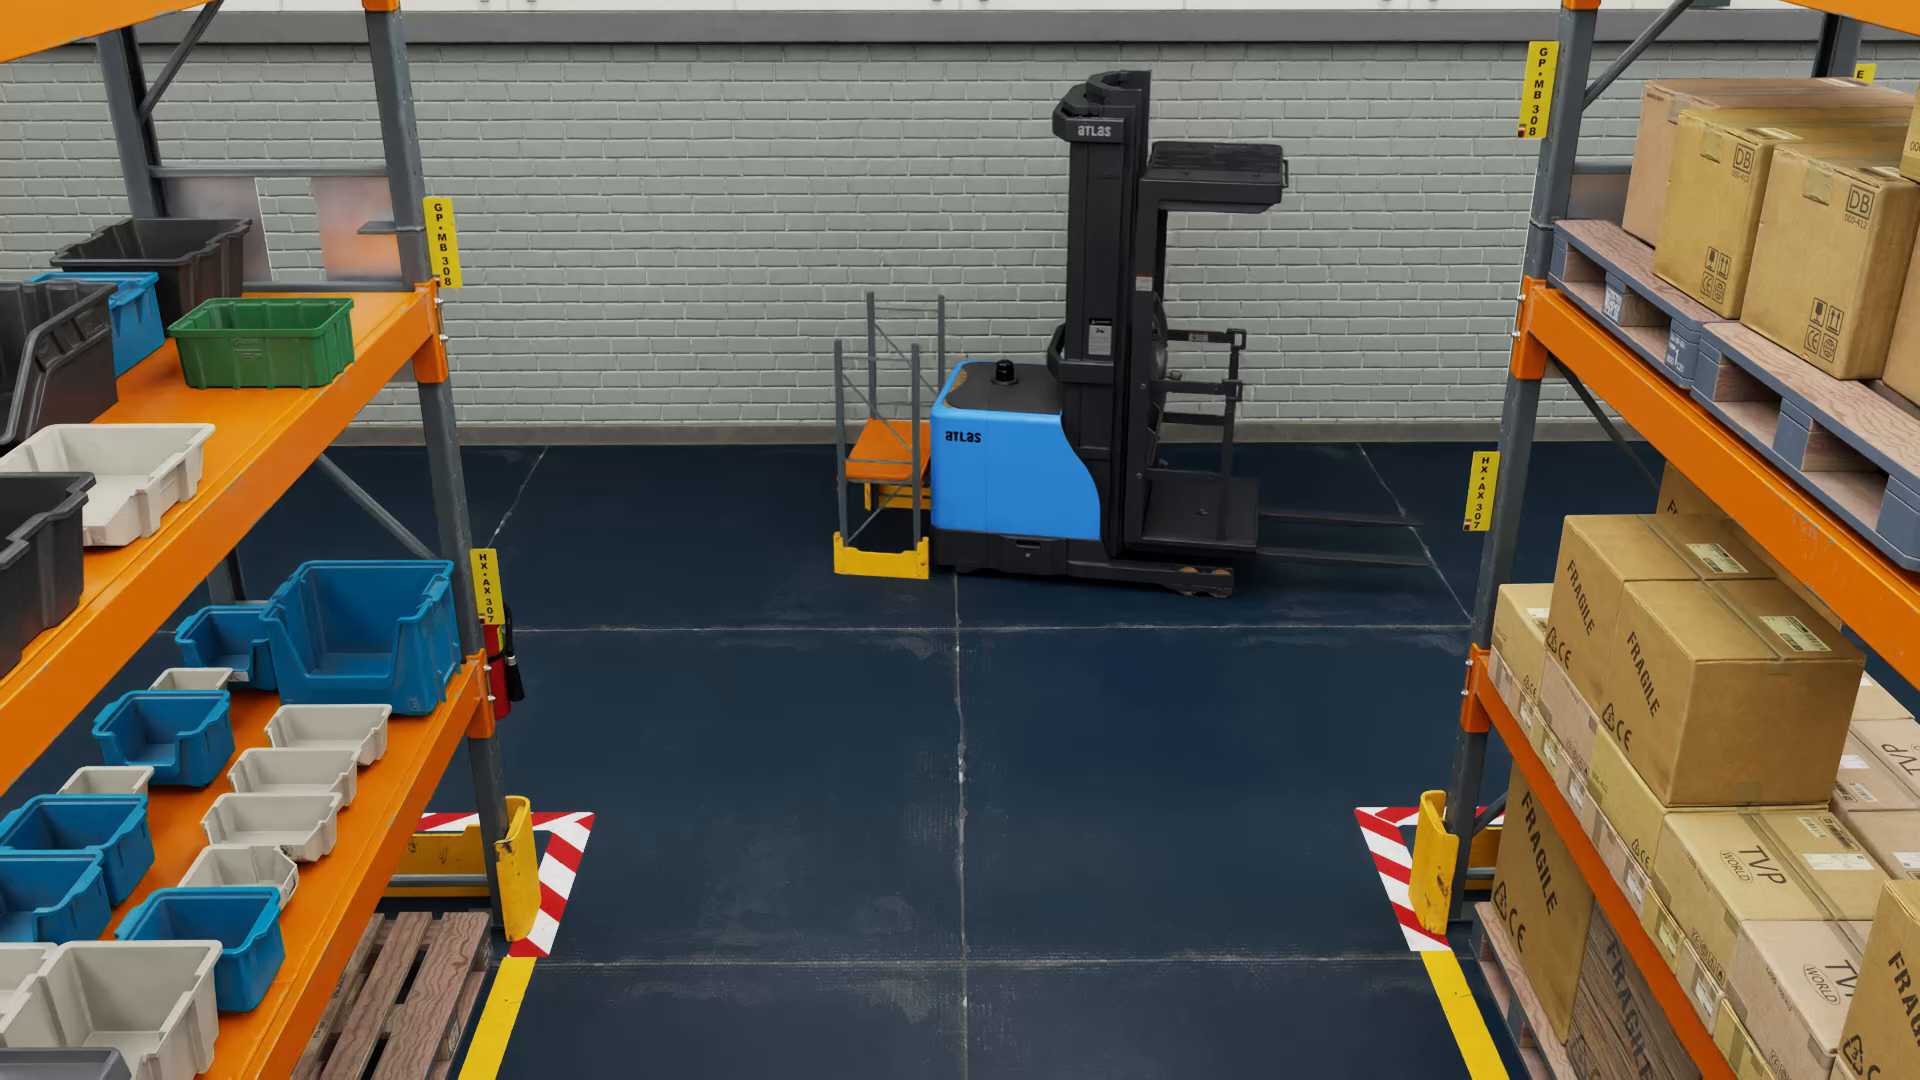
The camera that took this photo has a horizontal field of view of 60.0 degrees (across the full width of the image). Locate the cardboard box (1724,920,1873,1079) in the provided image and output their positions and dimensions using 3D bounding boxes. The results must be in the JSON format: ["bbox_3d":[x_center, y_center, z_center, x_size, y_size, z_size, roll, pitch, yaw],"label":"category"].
[{"bbox_3d":[2.317,1.222,4.230,0.500,0.250,0.500,0,24,1],"label":"cardboard box"}]

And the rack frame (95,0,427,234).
[{"bbox_3d":[-2.398,-2.466,5.283,1.000,3.000,0.127,0,24,-1],"label":"rack frame"}]

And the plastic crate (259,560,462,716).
[{"bbox_3d":[-2.208,0.361,6.196,0.616,0.435,0.499,0,24,-1],"label":"plastic crate"}]

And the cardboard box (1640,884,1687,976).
[{"bbox_3d":[2.246,1.141,4.892,0.380,0.149,0.250,-1,24,-2],"label":"cardboard box"}]

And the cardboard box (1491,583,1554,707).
[{"bbox_3d":[2.290,0.377,6.098,0.500,0.250,0.500,-1,24,-2],"label":"cardboard box"}]

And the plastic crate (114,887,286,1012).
[{"bbox_3d":[-2.120,1.161,4.673,0.416,0.233,0.300,0,24,-1],"label":"plastic crate"}]

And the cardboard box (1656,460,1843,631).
[{"bbox_3d":[2.822,0.036,5.942,0.500,0.500,0.500,0,24,0],"label":"cardboard box"}]

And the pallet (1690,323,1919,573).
[{"bbox_3d":[2.589,-0.272,4.178,1.003,0.211,1.213,0,24,-1],"label":"pallet"}]

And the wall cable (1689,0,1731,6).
[{"bbox_3d":[5.939,-6.300,9.855,2.277,5.999,0.120,0,24,-1],"label":"wall cable"}]

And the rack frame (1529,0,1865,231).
[{"bbox_3d":[2.554,-2.488,5.332,1.000,3.000,0.127,0,24,-1],"label":"rack frame"}]

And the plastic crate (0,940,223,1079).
[{"bbox_3d":[-2.187,1.312,4.280,0.437,0.282,0.530,0,24,-1],"label":"plastic crate"}]

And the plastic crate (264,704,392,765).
[{"bbox_3d":[-2.208,0.695,5.820,0.396,0.136,0.243,0,24,-1],"label":"plastic crate"}]

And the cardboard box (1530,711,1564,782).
[{"bbox_3d":[2.236,0.718,5.826,0.380,0.149,0.250,-1,24,-2],"label":"cardboard box"}]

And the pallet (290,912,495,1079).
[{"bbox_3d":[-2.428,1.878,6.342,1.003,0.211,1.213,0,24,-1],"label":"pallet"}]

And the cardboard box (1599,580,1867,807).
[{"bbox_3d":[2.307,0.455,5.016,0.500,0.500,0.500,-1,24,-2],"label":"cardboard box"}]

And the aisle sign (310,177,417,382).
[{"bbox_3d":[-2.106,-0.948,6.052,0.394,0.787,0.004,0,24,-1],"label":"aisle sign"}]

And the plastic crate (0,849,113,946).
[{"bbox_3d":[-2.707,1.086,4.840,0.416,0.233,0.300,0,24,-1],"label":"plastic crate"}]

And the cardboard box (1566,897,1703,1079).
[{"bbox_3d":[2.651,1.660,5.508,0.875,0.875,0.875,0,24,-1],"label":"cardboard box"}]

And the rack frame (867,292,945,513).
[{"bbox_3d":[-0.345,-0.882,10.881,0.500,1.500,0.032,3,25,7],"label":"rack frame"}]

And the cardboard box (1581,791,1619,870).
[{"bbox_3d":[2.241,0.931,5.357,0.380,0.149,0.250,-1,24,-2],"label":"cardboard box"}]

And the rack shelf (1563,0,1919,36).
[{"bbox_3d":[2.576,-1.154,3.740,1.077,0.370,4.000,0,24,-1],"label":"rack shelf"}]

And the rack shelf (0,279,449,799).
[{"bbox_3d":[-2.377,0.052,4.227,1.077,0.370,4.000,0,24,-1],"label":"rack shelf"}]

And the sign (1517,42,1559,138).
[{"bbox_3d":[1.999,-1.556,5.754,0.100,0.325,0.005,0,24,-1],"label":"sign"}]

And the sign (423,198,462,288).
[{"bbox_3d":[-1.849,-1.061,5.943,0.100,0.325,0.005,0,24,-1],"label":"sign"}]

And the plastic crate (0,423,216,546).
[{"bbox_3d":[-2.128,-0.129,4.075,0.437,0.136,0.530,0,24,-1],"label":"plastic crate"}]

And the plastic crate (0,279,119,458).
[{"bbox_3d":[-2.657,-0.440,4.519,0.504,0.338,0.767,0,24,-1],"label":"plastic crate"}]

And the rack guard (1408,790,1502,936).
[{"bbox_3d":[2.554,1.374,7.105,1.175,0.500,0.348,0,24,-1],"label":"rack guard"}]

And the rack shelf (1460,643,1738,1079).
[{"bbox_3d":[2.576,1.397,4.894,1.077,0.370,4.000,0,24,-1],"label":"rack shelf"}]

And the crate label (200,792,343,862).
[{"bbox_3d":[-2.192,0.929,5.302,0.396,0.136,0.243,0,24,-1],"label":"crate label"}]

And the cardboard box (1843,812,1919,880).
[{"bbox_3d":[2.845,1.010,4.699,0.500,0.250,0.500,0,24,0],"label":"cardboard box"}]

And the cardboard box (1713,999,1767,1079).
[{"bbox_3d":[2.253,1.354,4.421,0.380,0.149,0.250,-1,24,-1],"label":"cardboard box"}]

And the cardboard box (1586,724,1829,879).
[{"bbox_3d":[2.304,0.798,5.166,0.500,0.250,0.500,-1,24,-2],"label":"cardboard box"}]

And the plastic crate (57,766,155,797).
[{"bbox_3d":[-2.797,0.875,5.422,0.250,0.136,0.298,0,24,-1],"label":"plastic crate"}]

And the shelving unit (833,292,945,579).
[{"bbox_3d":[-0.415,-0.679,10.431,0.587,1.500,1.083,3,25,7],"label":"shelving unit"}]

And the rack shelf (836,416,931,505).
[{"bbox_3d":[-0.416,-0.511,10.496,0.538,0.185,1.000,3,25,7],"label":"rack shelf"}]

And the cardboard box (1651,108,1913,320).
[{"bbox_3d":[2.499,-0.958,4.835,0.700,0.500,0.500,-1,24,-2],"label":"cardboard box"}]

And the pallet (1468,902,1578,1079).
[{"bbox_3d":[2.641,1.845,6.415,1.003,0.211,1.213,0,24,-1],"label":"pallet"}]

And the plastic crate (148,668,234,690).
[{"bbox_3d":[-2.804,0.596,6.040,0.250,0.136,0.298,0,24,-1],"label":"plastic crate"}]

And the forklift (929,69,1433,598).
[{"bbox_3d":[1.374,-1.226,9.904,3.031,2.935,1.130,4,25,9],"label":"forklift"}]

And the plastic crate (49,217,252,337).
[{"bbox_3d":[-2.673,-0.880,5.574,0.497,0.269,0.590,0,24,-1],"label":"plastic crate"}]

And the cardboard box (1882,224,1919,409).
[{"bbox_3d":[2.664,-0.516,3.858,0.700,0.500,0.500,1,24,2],"label":"cardboard box"}]

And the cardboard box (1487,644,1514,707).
[{"bbox_3d":[2.228,0.507,6.293,0.380,0.149,0.250,0,24,0],"label":"cardboard box"}]

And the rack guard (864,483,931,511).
[{"bbox_3d":[-0.345,-0.312,11.137,0.587,0.250,0.087,3,25,7],"label":"rack guard"}]

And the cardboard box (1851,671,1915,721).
[{"bbox_3d":[2.830,0.585,5.637,0.500,0.250,0.500,-1,24,-1],"label":"cardboard box"}]
